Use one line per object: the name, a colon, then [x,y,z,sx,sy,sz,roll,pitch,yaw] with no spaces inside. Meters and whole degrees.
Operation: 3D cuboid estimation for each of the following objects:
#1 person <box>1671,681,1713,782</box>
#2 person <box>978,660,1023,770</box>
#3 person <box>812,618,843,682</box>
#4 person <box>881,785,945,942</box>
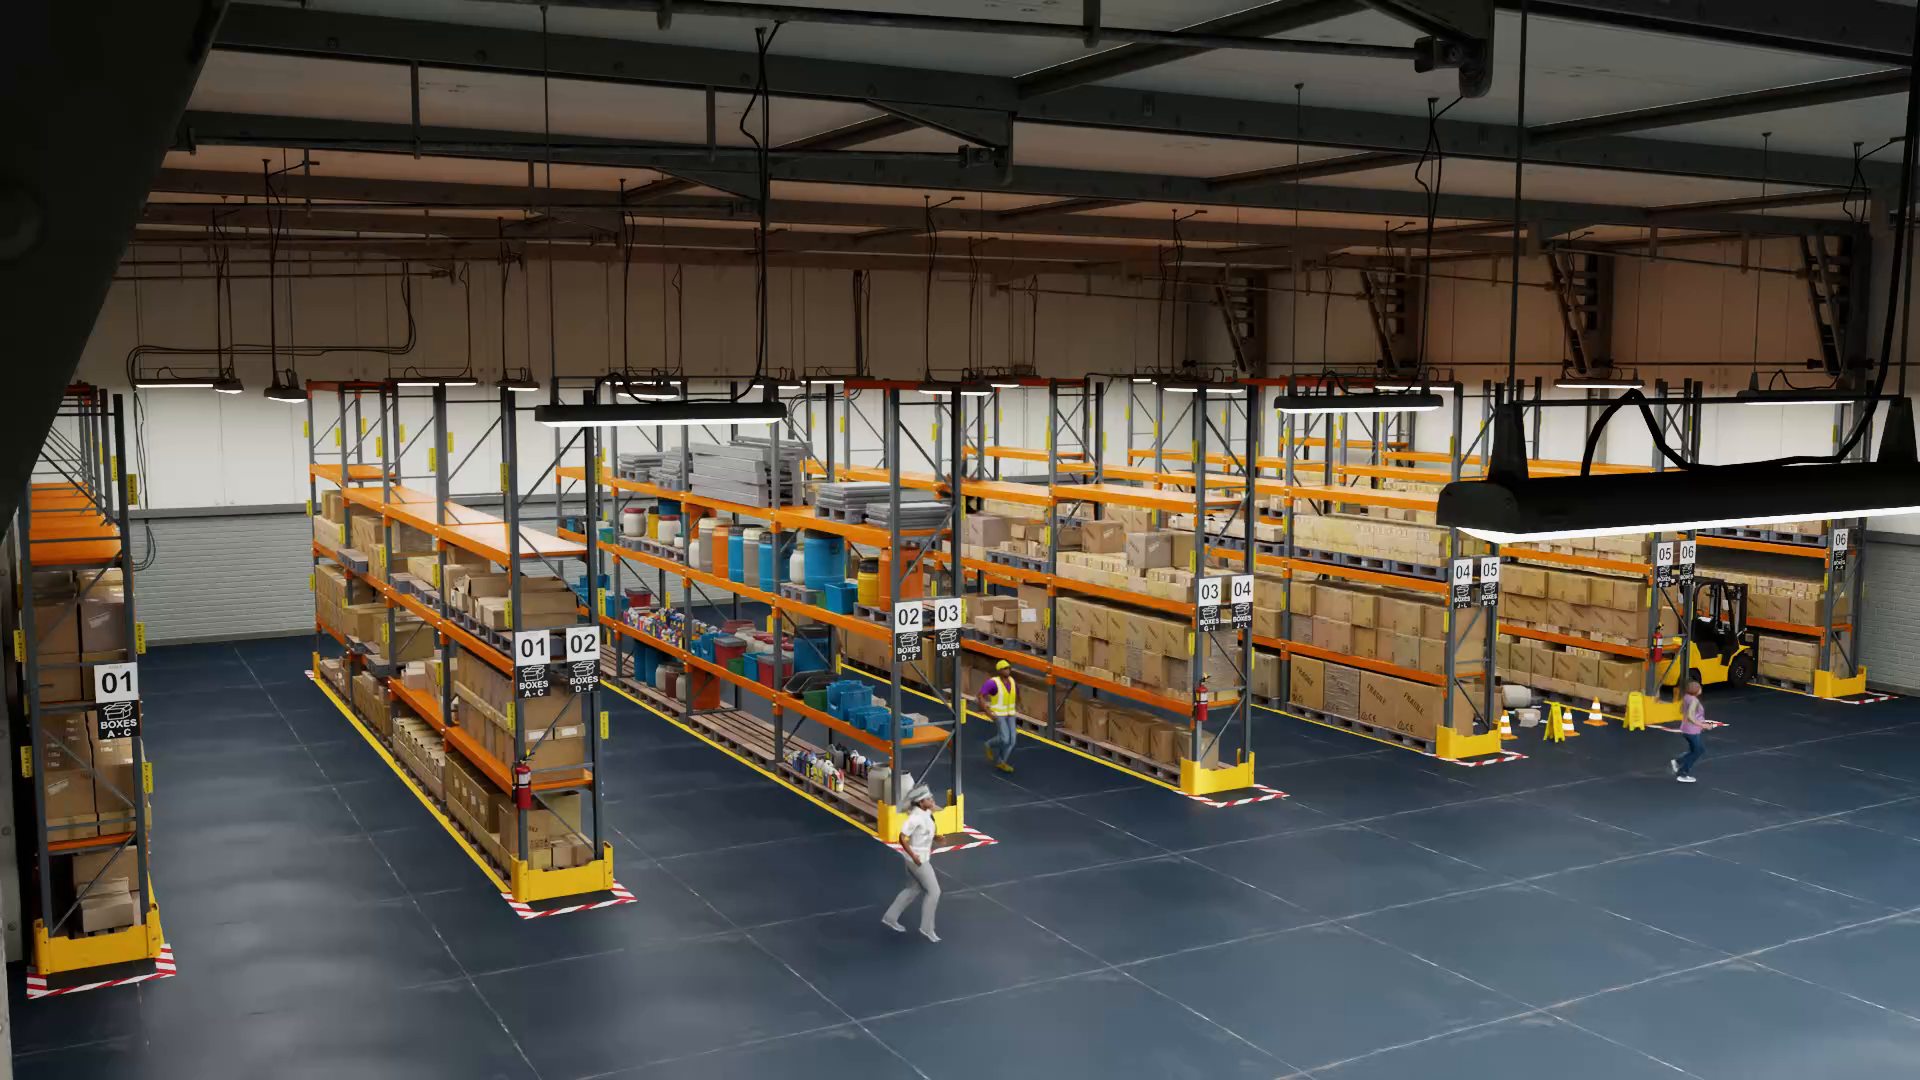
person: [11.042,2.891,25.088,0.529,1.554,0.512,2,6,14]
person: [0.669,2.724,25.913,0.756,1.720,0.559,-4,8,-36]
person: [-2.616,1.972,32.815,0.689,1.827,0.832,-4,7,-33]
person: [-0.519,3.558,18.336,0.708,1.773,0.601,0,6,1]
